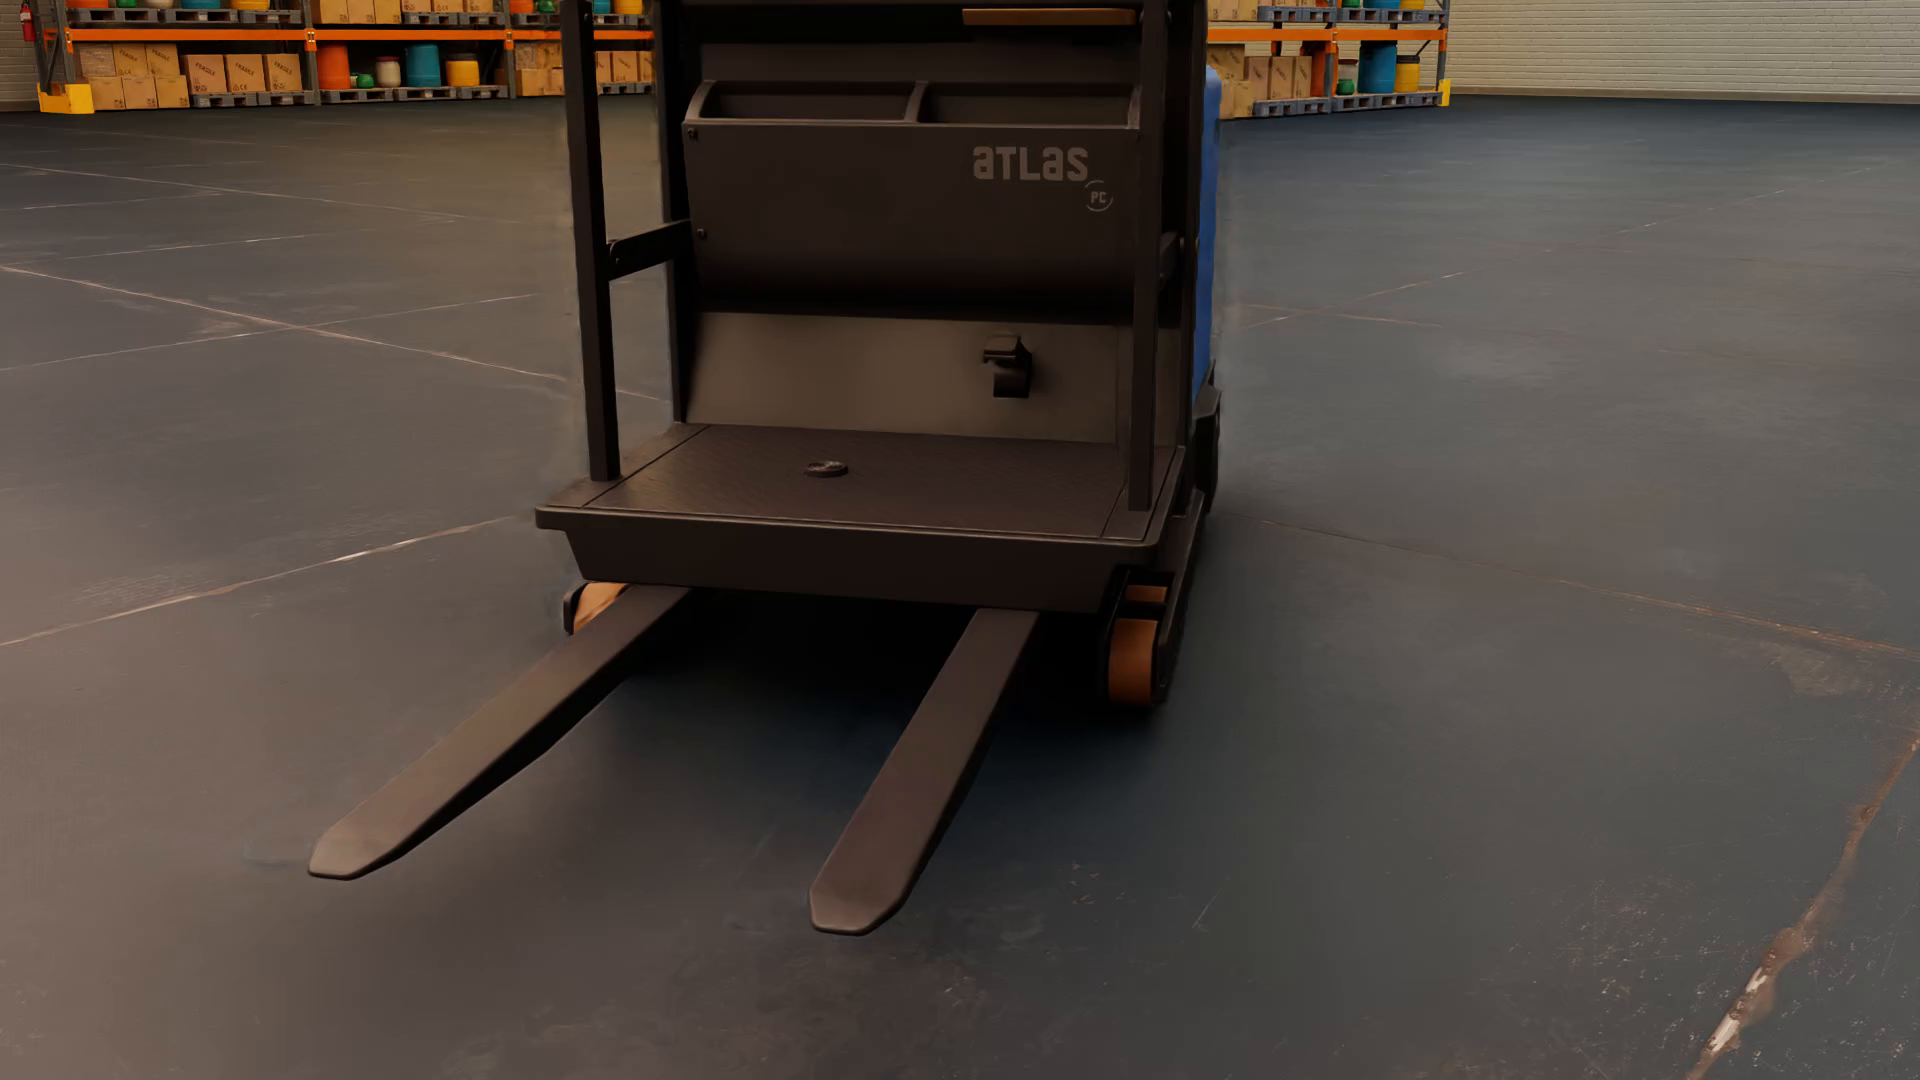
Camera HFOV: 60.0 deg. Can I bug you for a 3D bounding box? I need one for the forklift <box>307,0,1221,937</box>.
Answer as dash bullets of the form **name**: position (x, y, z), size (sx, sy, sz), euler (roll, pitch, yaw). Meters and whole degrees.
- **forklift**: position (-0.119, -1.218, 2.908), size (1.130, 2.935, 3.031), euler (3, 17, 11)
